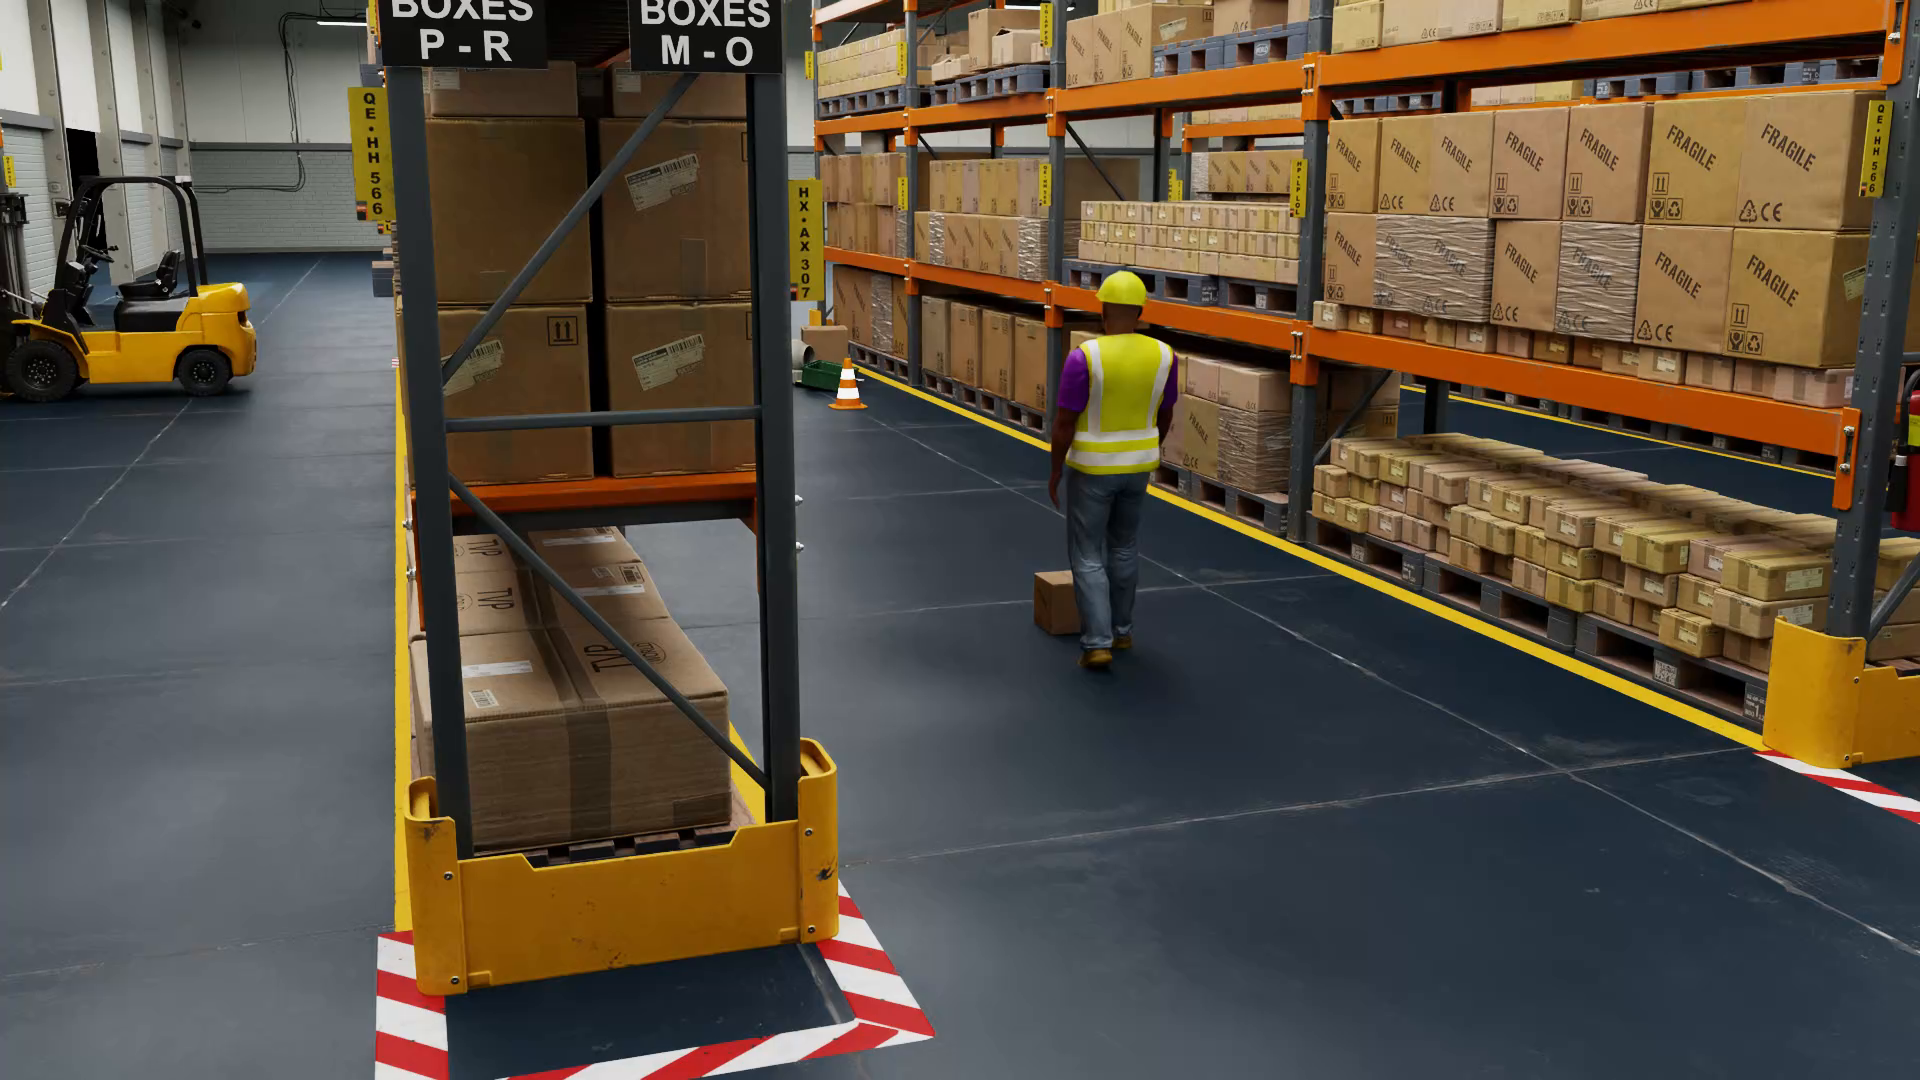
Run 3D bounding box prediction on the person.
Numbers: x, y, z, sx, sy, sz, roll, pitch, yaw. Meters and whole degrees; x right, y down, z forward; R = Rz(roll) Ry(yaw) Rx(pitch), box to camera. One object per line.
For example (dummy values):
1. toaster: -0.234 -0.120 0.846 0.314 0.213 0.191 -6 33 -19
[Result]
1. person: 0.654 -0.302 7.496 0.593 1.814 0.595 -4 13 -18
